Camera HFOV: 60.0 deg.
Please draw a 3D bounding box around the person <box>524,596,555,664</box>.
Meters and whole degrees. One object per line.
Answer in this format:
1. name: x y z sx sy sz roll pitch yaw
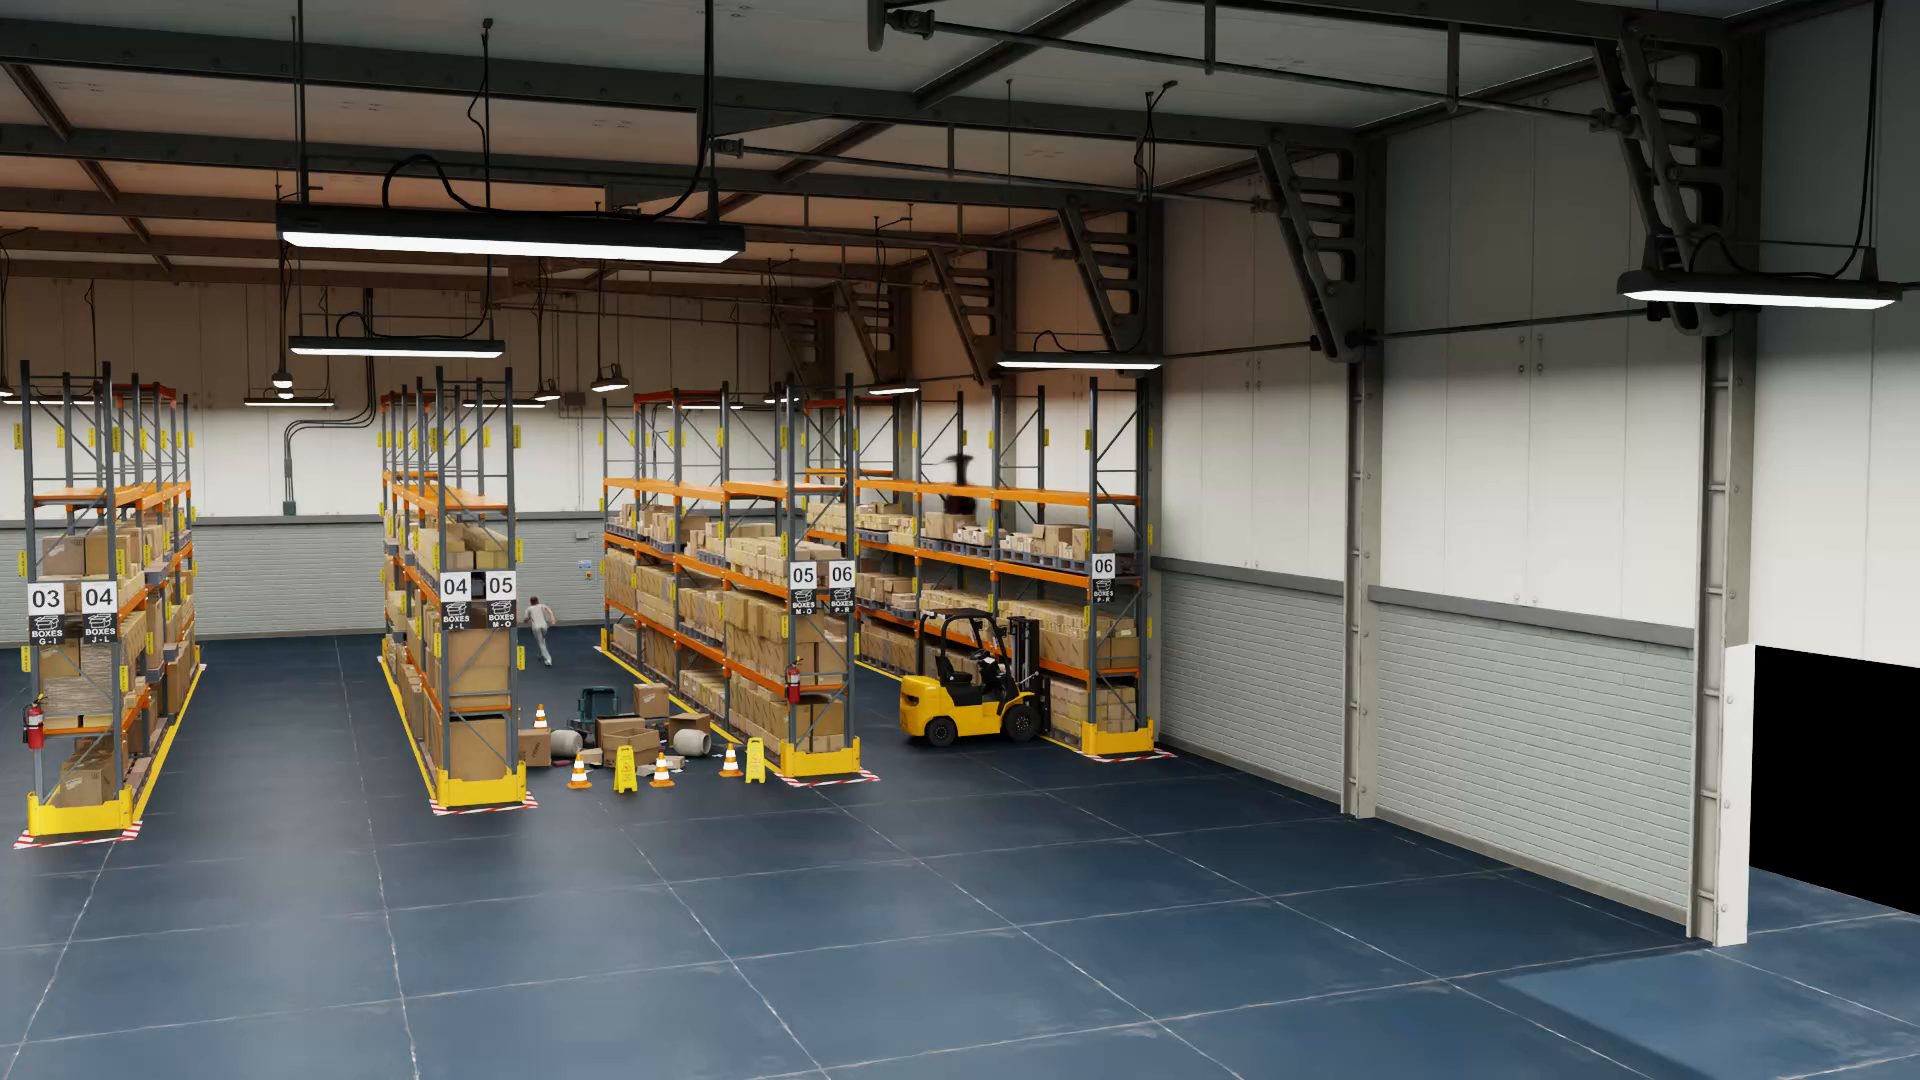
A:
1. person: -9.400 2.012 37.149 0.576 1.474 1.064 -2 4 -28
